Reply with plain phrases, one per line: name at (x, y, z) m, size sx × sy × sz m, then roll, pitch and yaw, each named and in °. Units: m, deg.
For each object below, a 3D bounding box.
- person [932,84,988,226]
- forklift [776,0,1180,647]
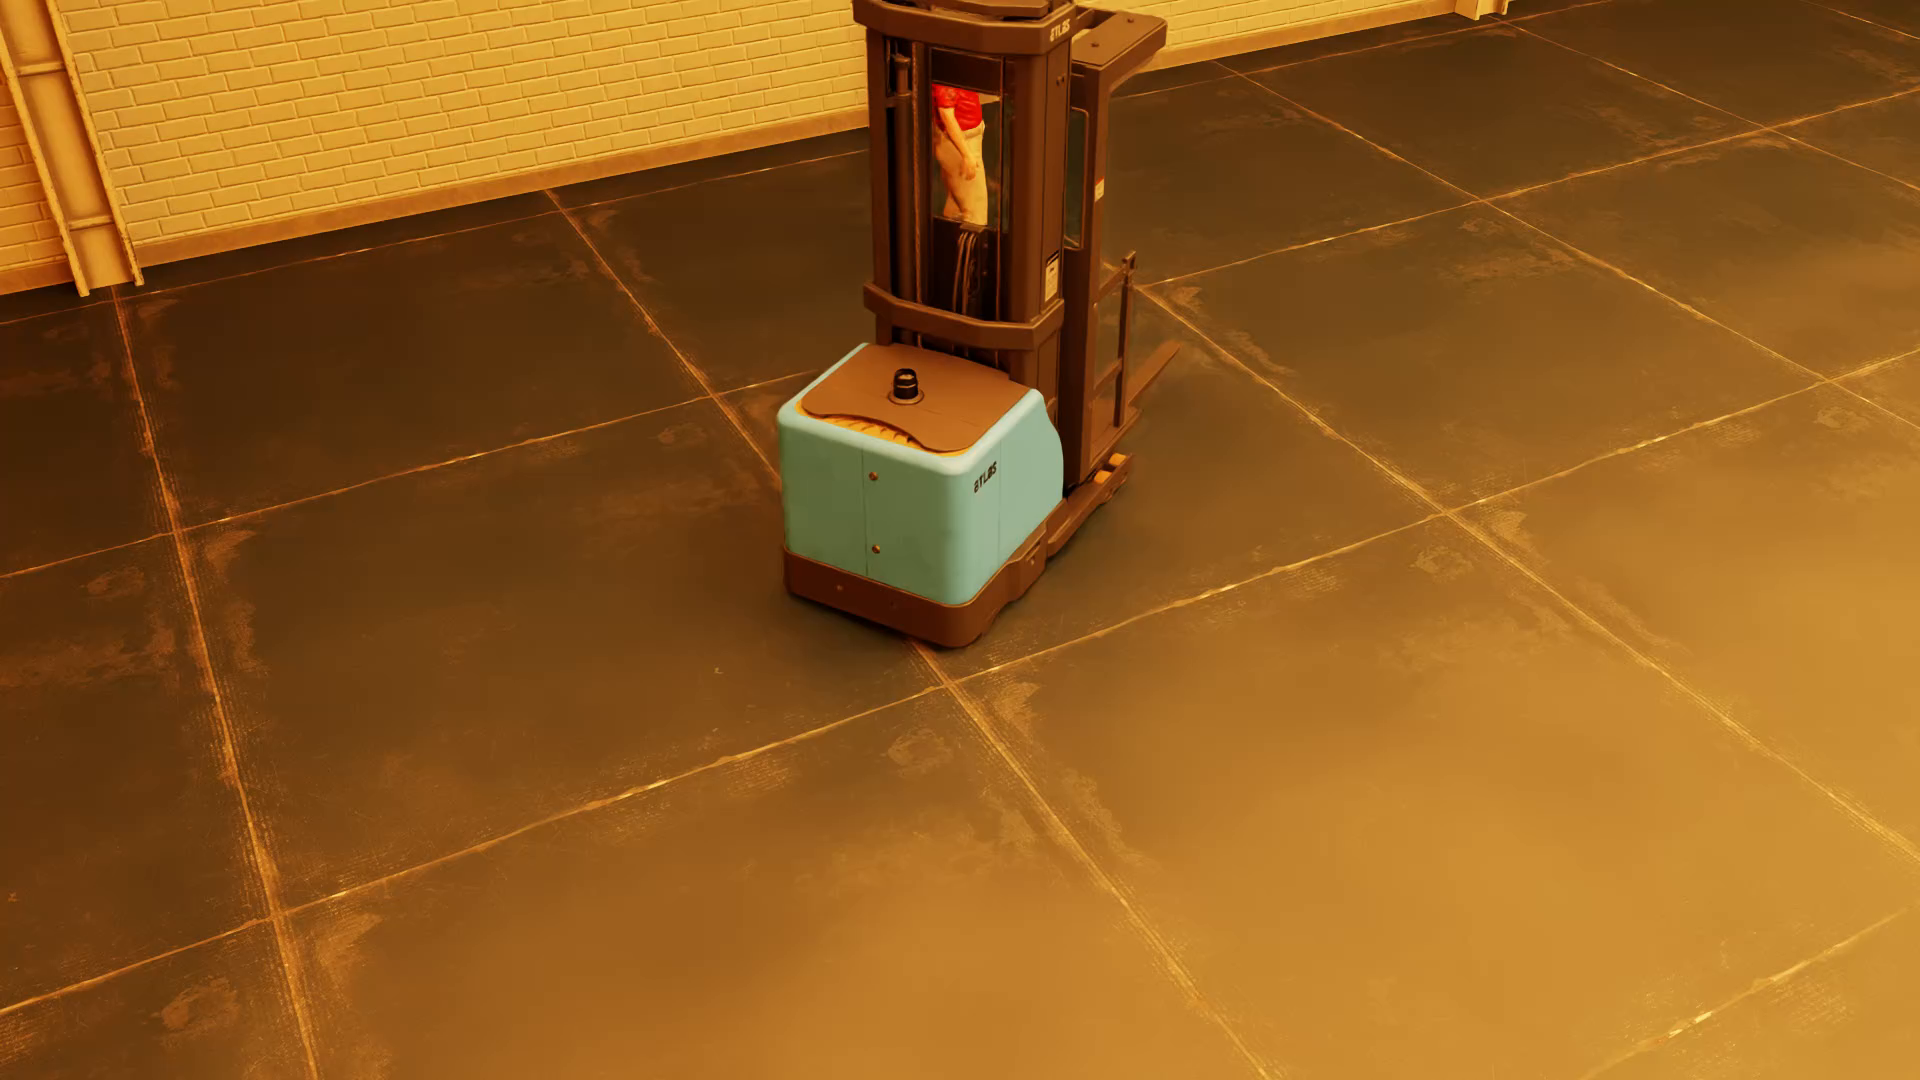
person at (0.080, -2.549, 10.769) m, size 0.544 × 1.731 × 0.685 m, roll -6°, pitch 36°, yaw -8°
forklift at (0.289, -1.522, 8.276) m, size 1.130 × 2.935 × 3.031 m, roll 18°, pitch 39°, yaw 23°
